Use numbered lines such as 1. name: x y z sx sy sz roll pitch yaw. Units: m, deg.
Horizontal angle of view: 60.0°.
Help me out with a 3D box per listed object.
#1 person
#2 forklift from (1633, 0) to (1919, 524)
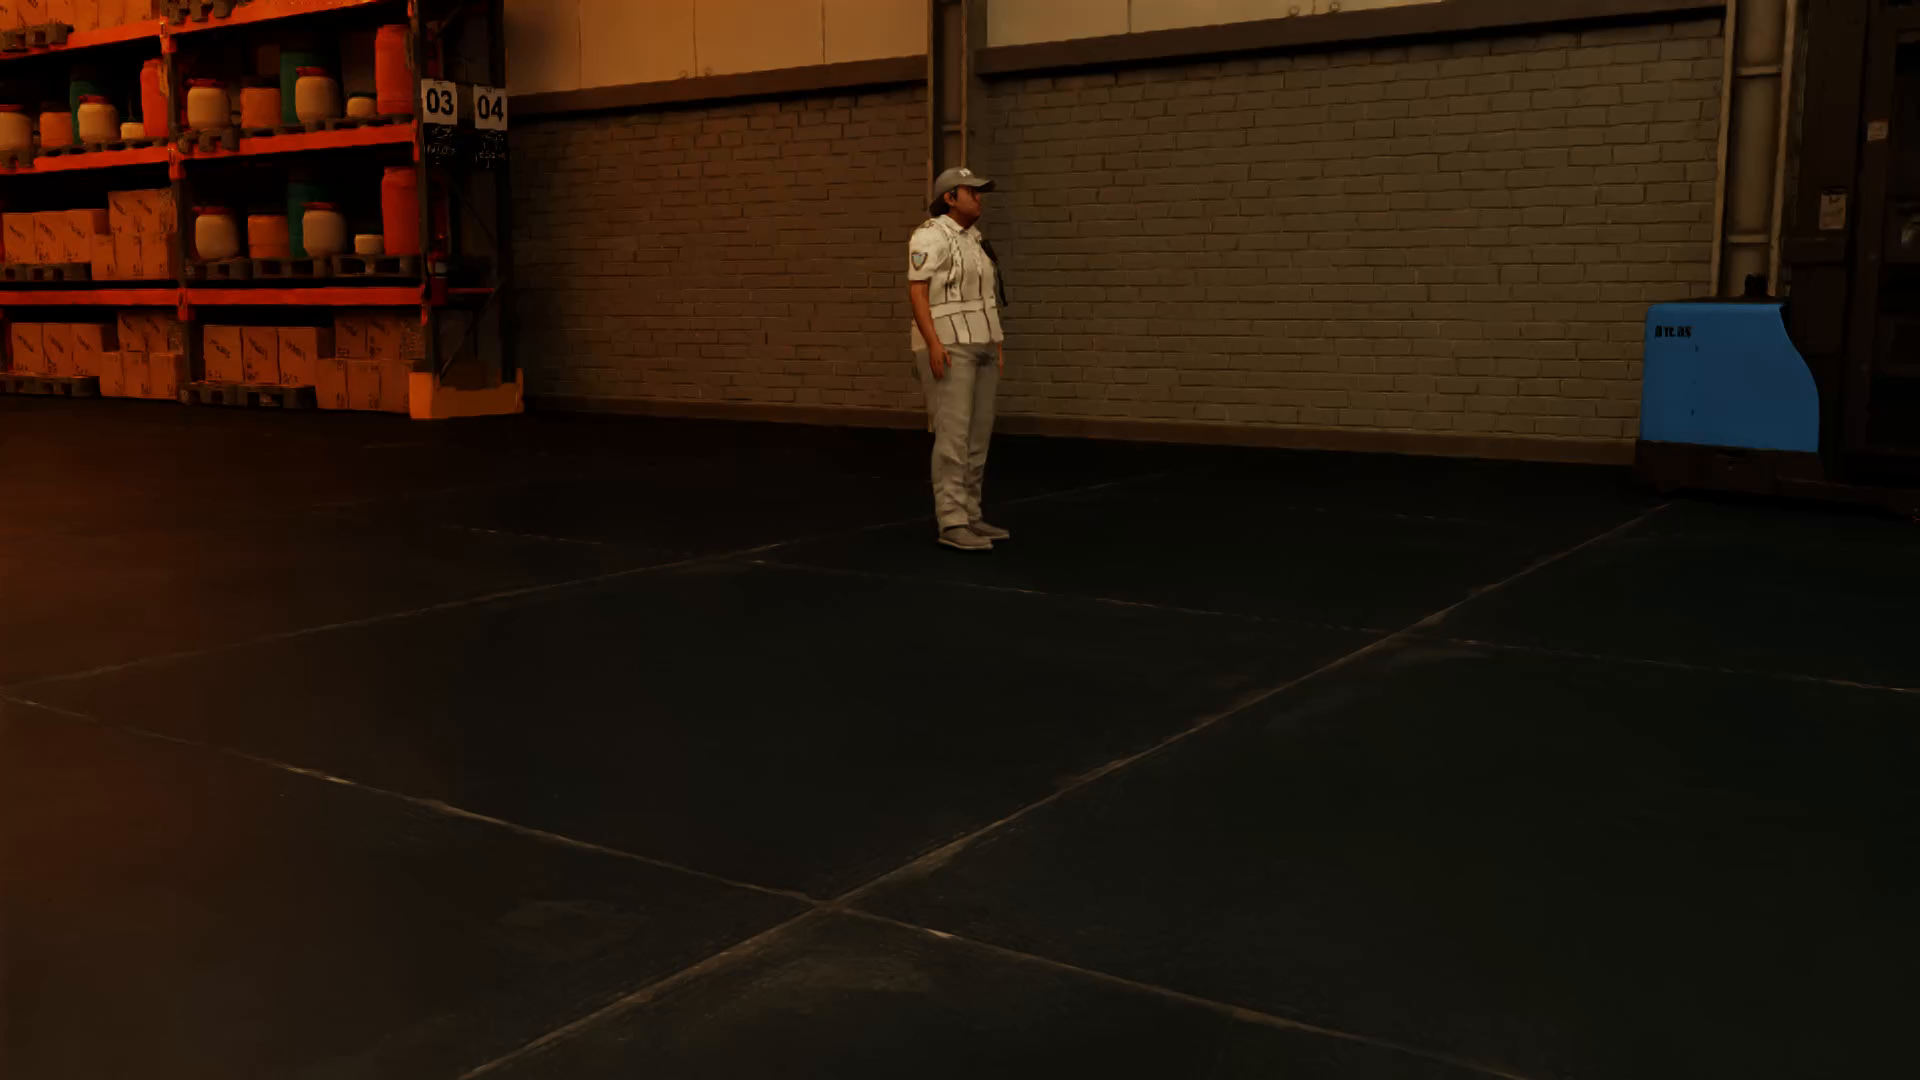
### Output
1. person: 0.051 -0.823 7.424 0.529 1.669 0.598 5 10 34
2. forklift: 5.094 -1.585 8.339 1.130 2.935 3.031 -6 10 -36
